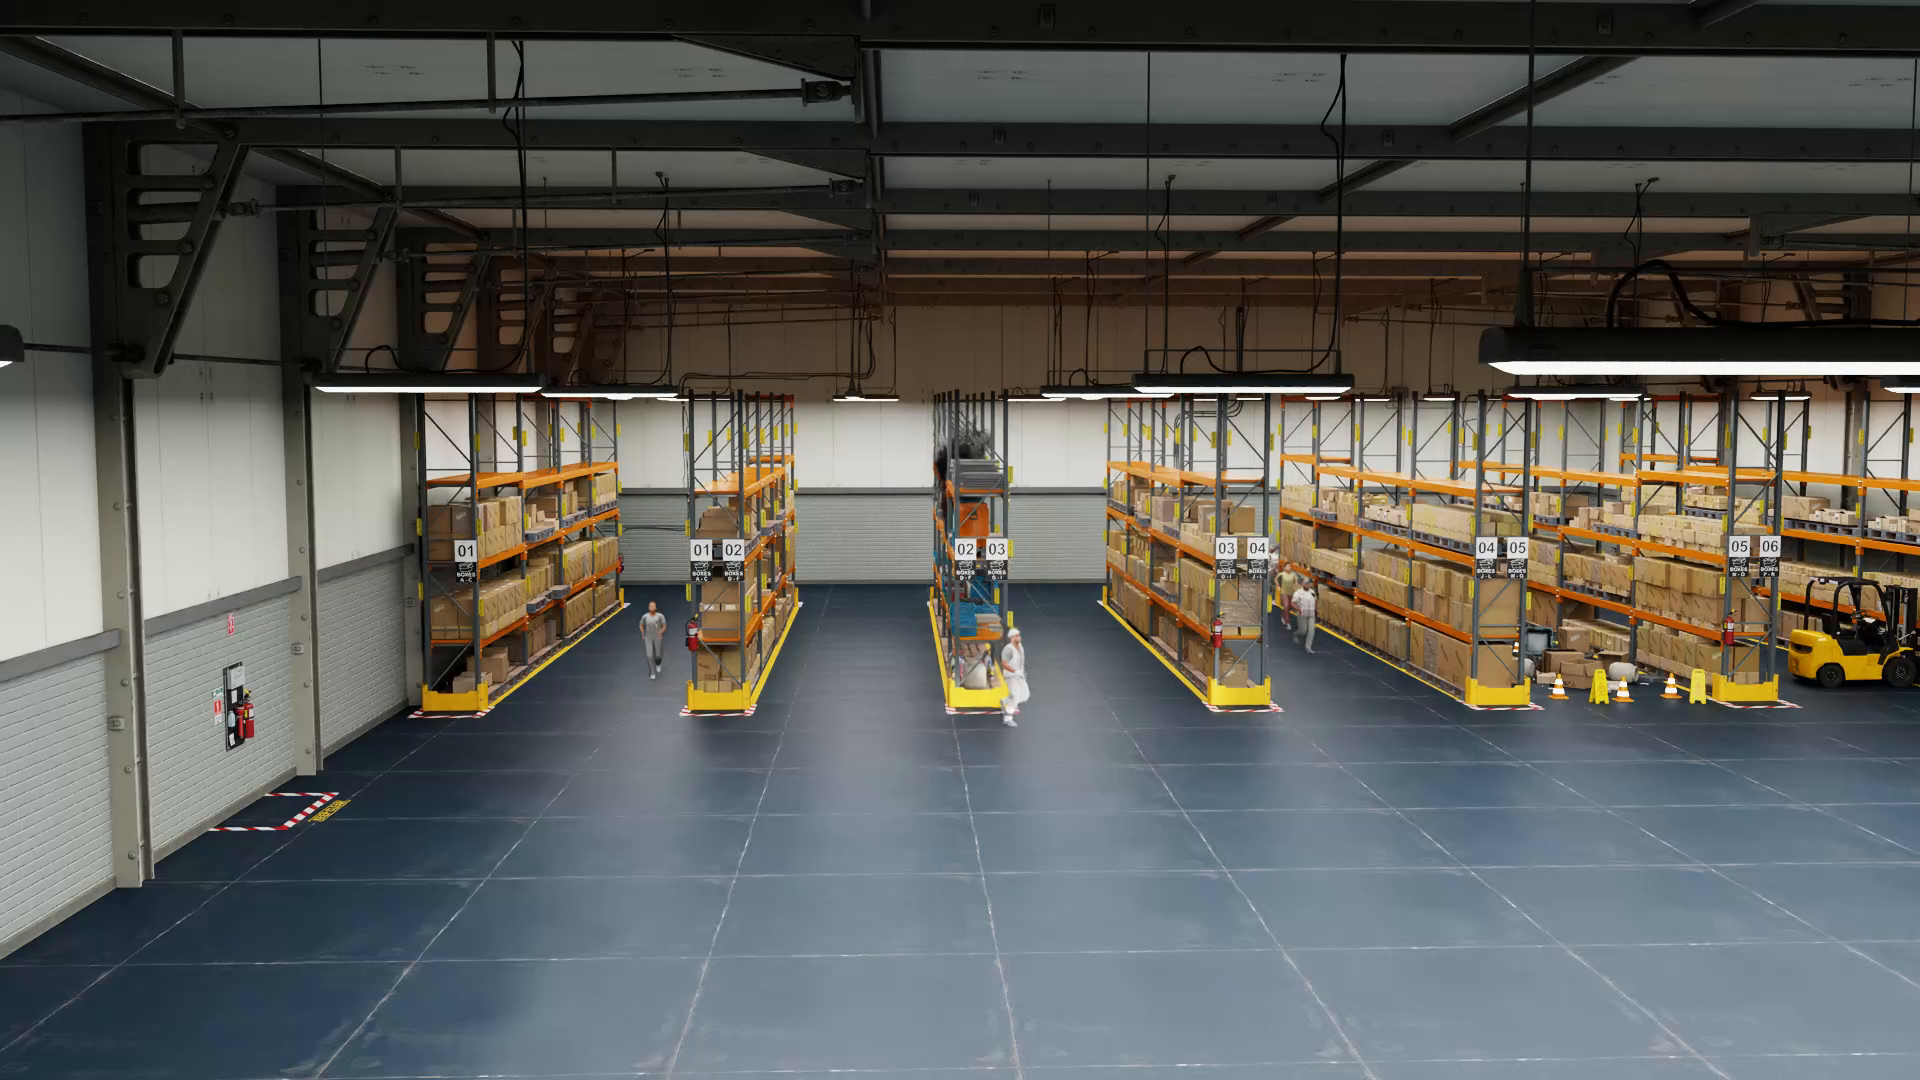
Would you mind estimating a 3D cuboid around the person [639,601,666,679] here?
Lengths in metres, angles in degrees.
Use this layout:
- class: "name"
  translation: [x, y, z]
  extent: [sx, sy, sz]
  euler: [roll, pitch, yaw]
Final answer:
- class: "person"
  translation: [-6.432, 2.072, 34.816]
  extent: [0.563, 1.619, 0.609]
  euler: [-1, 5, -7]

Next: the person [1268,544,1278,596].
- class: "person"
  translation: [9.188, 0.928, 48.844]
  extent: [0.555, 1.646, 0.639]
  euler: [-2, 5, -18]

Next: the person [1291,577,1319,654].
- class: "person"
  translation: [8.015, 1.725, 38.496]
  extent: [0.677, 1.737, 0.829]
  euler: [-1, 5, -10]

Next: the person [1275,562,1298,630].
- class: "person"
  translation: [8.389, 1.407, 42.614]
  extent: [0.577, 1.681, 0.957]
  euler: [-1, 5, -6]

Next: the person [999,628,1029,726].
- class: "person"
  translation: [0.974, 2.439, 29.697]
  extent: [0.663, 1.744, 0.694]
  euler: [3, 6, 34]
